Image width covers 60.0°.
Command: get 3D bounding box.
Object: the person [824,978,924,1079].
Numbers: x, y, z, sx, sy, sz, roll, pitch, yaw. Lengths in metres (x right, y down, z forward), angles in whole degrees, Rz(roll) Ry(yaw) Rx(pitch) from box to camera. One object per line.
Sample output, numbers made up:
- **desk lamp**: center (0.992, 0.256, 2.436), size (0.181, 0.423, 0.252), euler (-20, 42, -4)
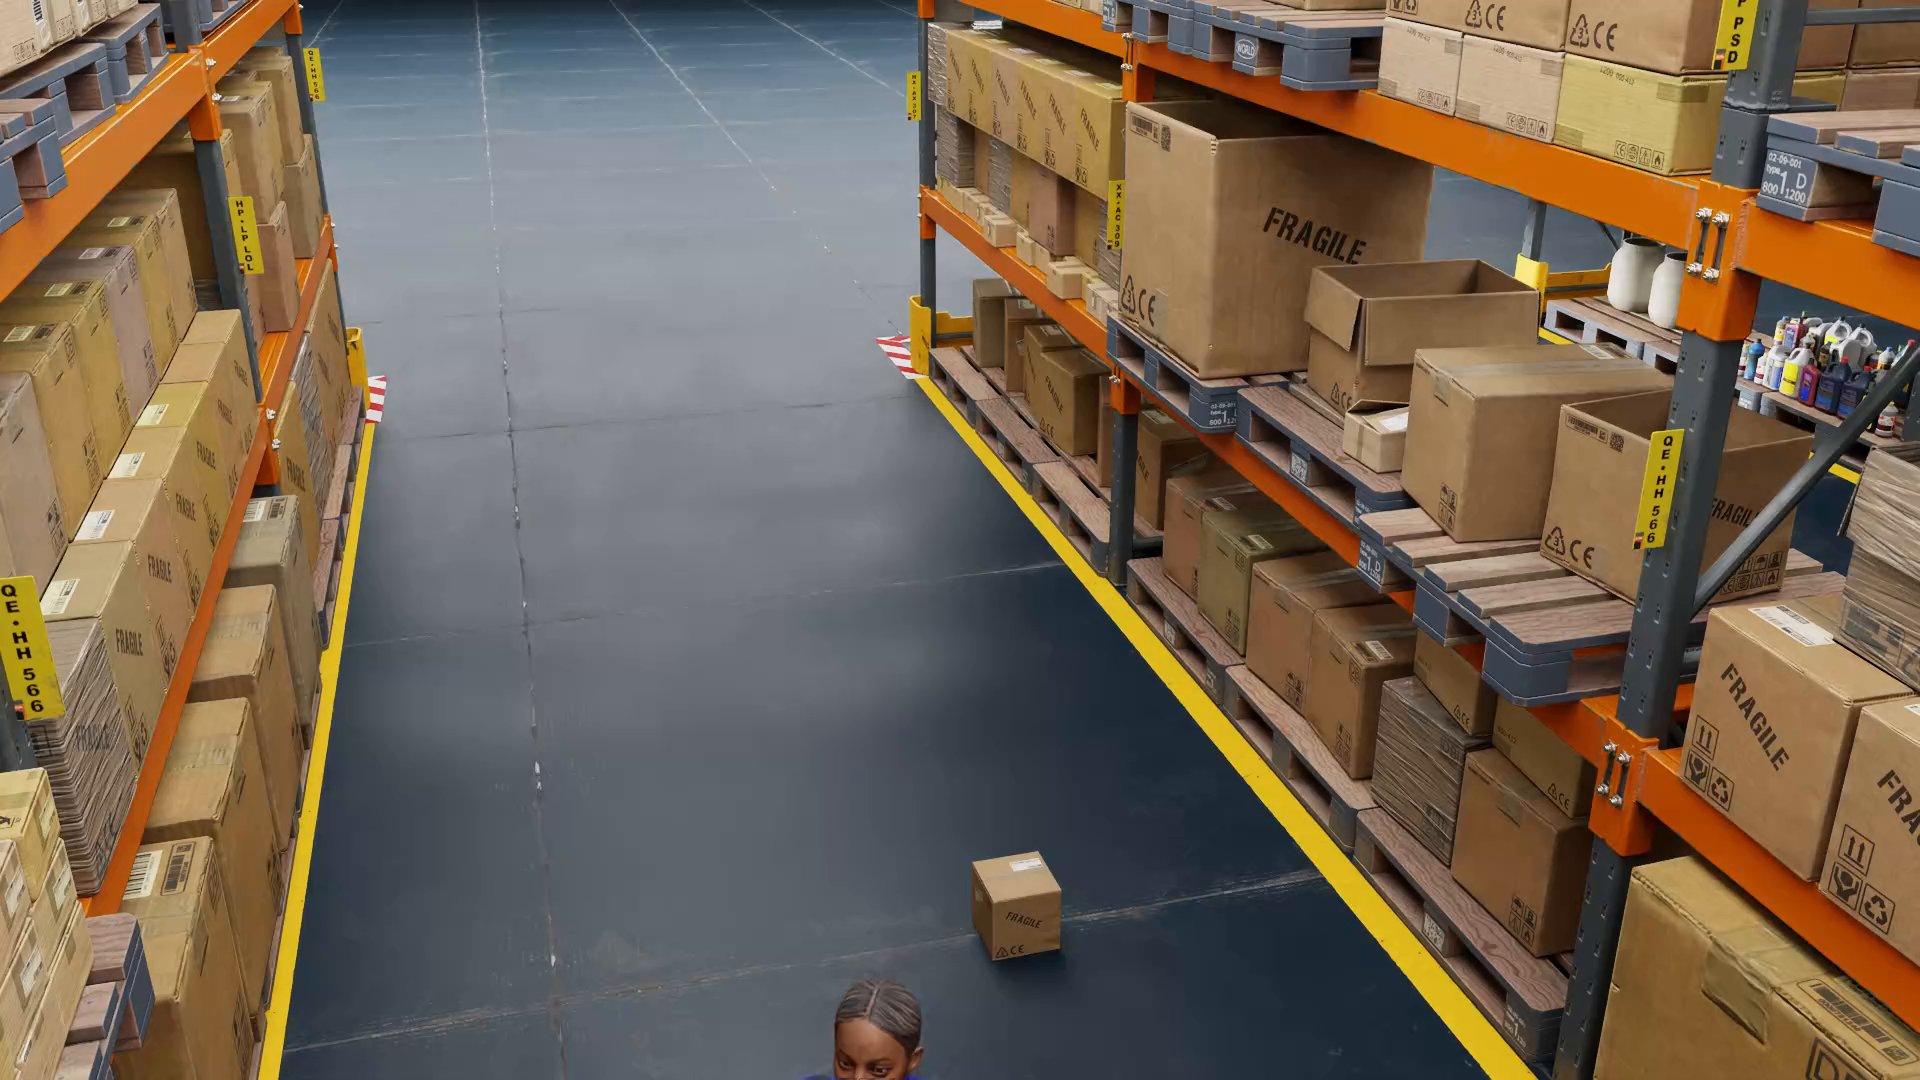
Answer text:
- **person**: center (-0.149, 1.600, 3.321), size (0.433, 1.586, 0.998), euler (0, 23, 1)
